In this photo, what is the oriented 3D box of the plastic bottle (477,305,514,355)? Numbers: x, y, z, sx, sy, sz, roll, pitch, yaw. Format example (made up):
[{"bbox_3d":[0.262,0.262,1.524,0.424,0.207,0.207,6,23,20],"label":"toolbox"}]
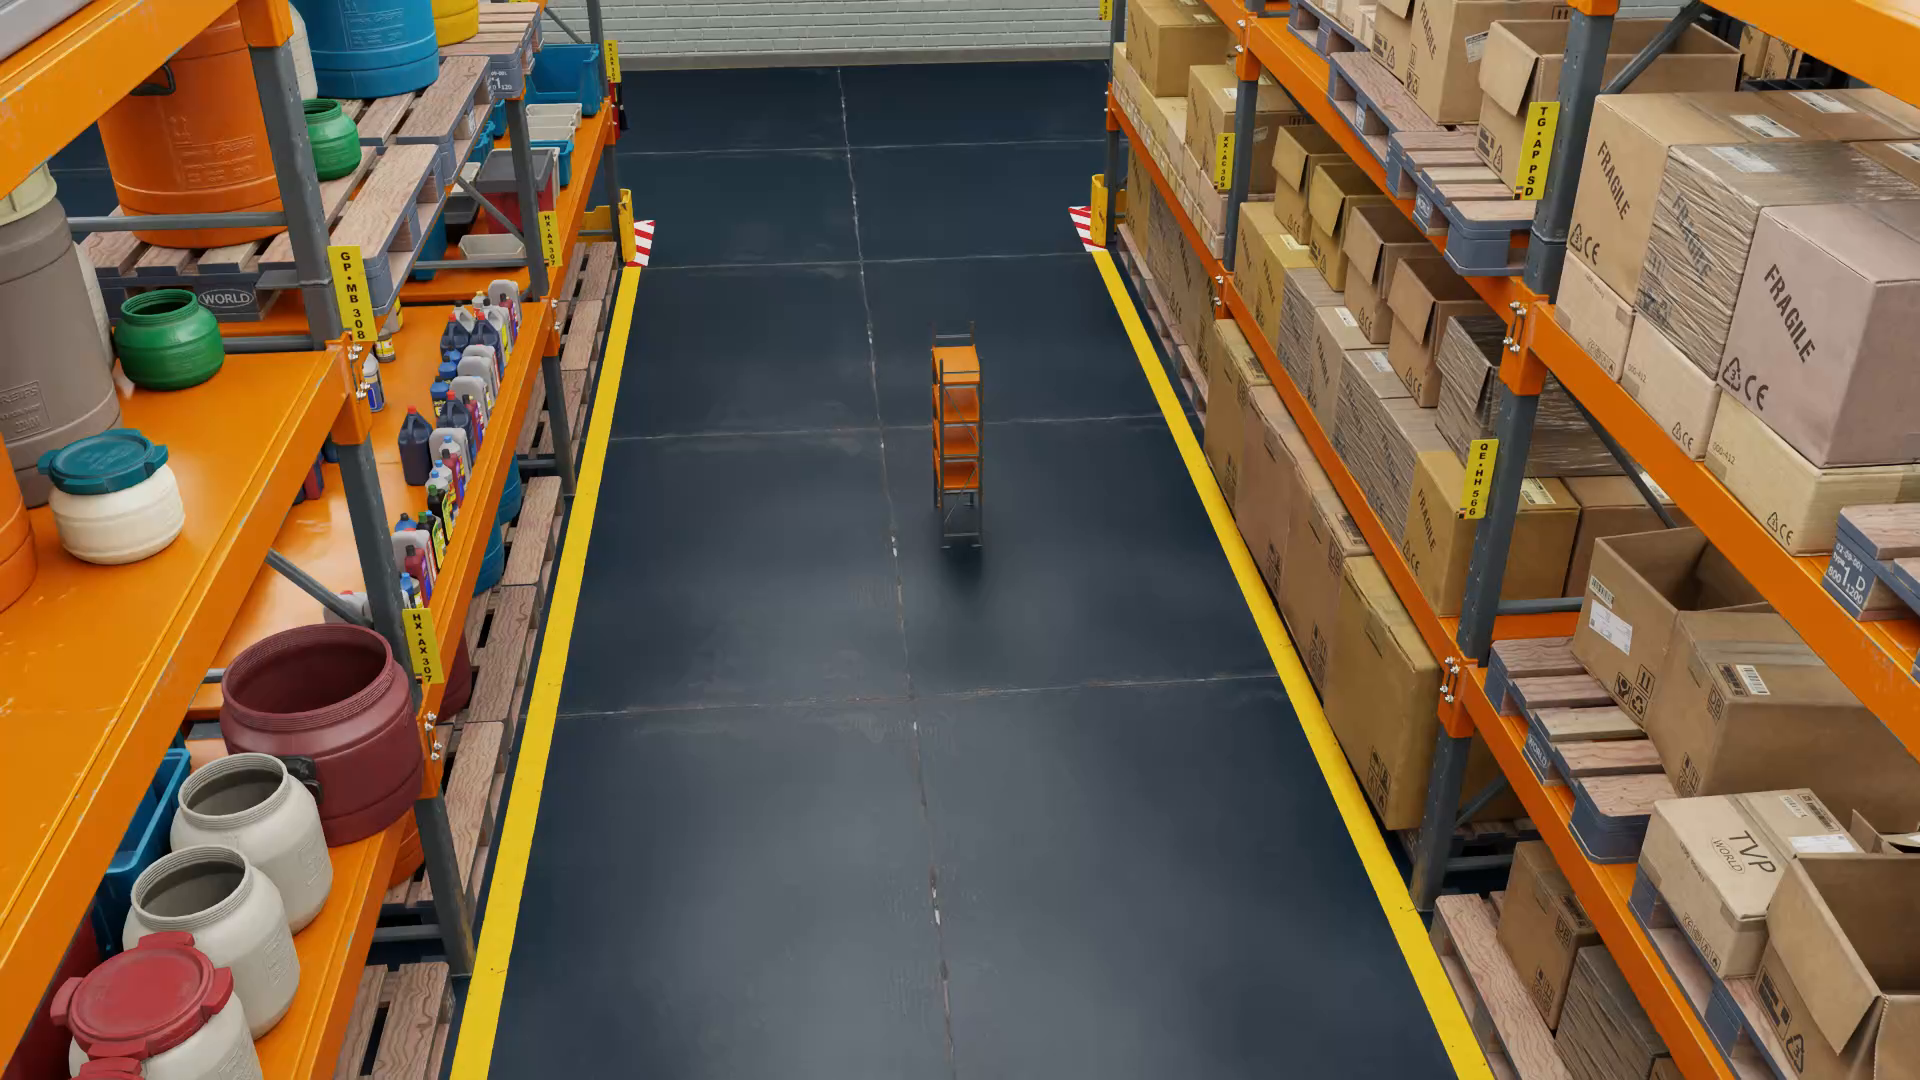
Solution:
[{"bbox_3d":[-2.470,-1.130,8.839,0.152,0.276,0.135,-3,31,-5],"label":"plastic bottle"}]

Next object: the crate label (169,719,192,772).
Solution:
[{"bbox_3d":[-2.823,0.791,5.664,0.303,0.233,0.416,-3,31,-5],"label":"crate label"}]

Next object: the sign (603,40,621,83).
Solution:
[{"bbox_3d":[-2.691,-3.703,12.865,0.100,0.325,0.005,-3,31,-5],"label":"sign"}]

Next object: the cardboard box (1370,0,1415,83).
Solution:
[{"bbox_3d":[2.230,-2.305,7.249,0.797,0.503,0.637,-3,31,-5],"label":"cardboard box"}]

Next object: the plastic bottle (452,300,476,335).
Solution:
[{"bbox_3d":[-2.595,-1.074,8.672,0.144,0.351,0.185,-3,31,-5],"label":"plastic bottle"}]

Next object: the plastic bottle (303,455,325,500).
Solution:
[{"bbox_3d":[-2.933,-0.334,7.499,0.061,0.283,0.133,-3,31,-5],"label":"plastic bottle"}]

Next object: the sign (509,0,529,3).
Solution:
[{"bbox_3d":[-2.315,-2.873,8.701,0.100,0.325,0.005,-3,31,-5],"label":"sign"}]

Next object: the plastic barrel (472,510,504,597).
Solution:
[{"bbox_3d":[-2.763,-0.195,8.789,0.600,0.901,0.708,-3,31,-5],"label":"plastic barrel"}]

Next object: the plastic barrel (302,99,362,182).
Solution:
[{"bbox_3d":[-2.360,-1.467,6.098,0.294,0.245,0.294,0,31,0],"label":"plastic barrel"}]

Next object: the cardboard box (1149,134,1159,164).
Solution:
[{"bbox_3d":[1.544,-2.745,11.666,0.380,0.149,0.250,-4,31,-6],"label":"cardboard box"}]

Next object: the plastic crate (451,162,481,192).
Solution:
[{"bbox_3d":[-3.325,-2.343,10.947,0.293,0.136,0.466,-3,31,-5],"label":"plastic crate"}]

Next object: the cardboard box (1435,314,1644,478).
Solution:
[{"bbox_3d":[2.390,-0.599,6.752,0.797,0.503,0.637,-2,31,-3],"label":"cardboard box"}]

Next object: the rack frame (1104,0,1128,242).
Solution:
[{"bbox_3d":[1.694,-3.835,13.246,1.000,3.000,0.127,-3,31,-5],"label":"rack frame"}]

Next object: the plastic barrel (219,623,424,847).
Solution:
[{"bbox_3d":[-2.144,0.650,5.604,0.600,0.536,0.708,-3,31,-5],"label":"plastic barrel"}]

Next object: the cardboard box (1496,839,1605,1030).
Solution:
[{"bbox_3d":[2.524,1.474,6.365,0.700,0.500,0.500,-4,31,-7],"label":"cardboard box"}]

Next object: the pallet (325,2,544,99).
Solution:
[{"bbox_3d":[-2.693,-2.367,8.047,1.213,0.211,1.003,-3,31,-5],"label":"pallet"}]

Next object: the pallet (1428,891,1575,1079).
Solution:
[{"bbox_3d":[2.513,1.845,6.455,1.003,0.211,1.213,-3,31,-5],"label":"pallet"}]

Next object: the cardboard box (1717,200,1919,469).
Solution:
[{"bbox_3d":[2.327,-0.528,4.200,0.500,0.500,0.500,-4,31,-6],"label":"cardboard box"}]

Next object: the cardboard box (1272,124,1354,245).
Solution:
[{"bbox_3d":[2.136,-1.941,8.999,0.797,0.503,0.637,-4,31,-6],"label":"cardboard box"}]

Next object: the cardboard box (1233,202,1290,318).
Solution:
[{"bbox_3d":[1.862,-1.589,9.388,0.500,0.500,0.500,-3,31,-4],"label":"cardboard box"}]

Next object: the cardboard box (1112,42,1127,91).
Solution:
[{"bbox_3d":[1.470,-3.641,12.777,0.500,0.250,0.500,-4,31,-6],"label":"cardboard box"}]

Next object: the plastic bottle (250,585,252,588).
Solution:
[{"bbox_3d":[-2.984,0.079,6.819,0.097,0.271,0.097,0,31,0],"label":"plastic bottle"}]

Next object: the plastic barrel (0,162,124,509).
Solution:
[{"bbox_3d":[-2.629,-0.587,4.394,0.600,0.901,0.600,0,31,0],"label":"plastic barrel"}]

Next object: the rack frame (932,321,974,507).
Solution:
[{"bbox_3d":[-0.038,-0.724,9.793,0.240,1.200,0.015,-3,31,-5],"label":"rack frame"}]

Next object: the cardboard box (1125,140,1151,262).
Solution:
[{"bbox_3d":[1.834,-2.781,13.143,0.875,0.875,0.875,-3,31,-5],"label":"cardboard box"}]

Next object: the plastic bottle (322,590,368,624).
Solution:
[{"bbox_3d":[-2.359,0.311,6.426,0.152,0.276,0.135,-3,31,-5],"label":"plastic bottle"}]

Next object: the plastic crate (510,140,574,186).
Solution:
[{"bbox_3d":[-2.790,-2.516,11.142,0.416,0.233,0.300,-3,31,-5],"label":"plastic crate"}]

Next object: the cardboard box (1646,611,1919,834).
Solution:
[{"bbox_3d":[2.684,0.580,5.348,0.700,0.500,0.500,2,31,3],"label":"cardboard box"}]

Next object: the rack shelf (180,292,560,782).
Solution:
[{"bbox_3d":[-2.676,-0.226,7.905,1.077,0.370,4.000,-3,31,-5],"label":"rack shelf"}]

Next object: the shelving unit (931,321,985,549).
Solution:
[{"bbox_3d":[-0.015,-0.600,9.584,0.258,1.200,0.503,-3,31,-5],"label":"shelving unit"}]

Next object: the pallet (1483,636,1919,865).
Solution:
[{"bbox_3d":[2.614,0.690,5.857,1.213,0.211,1.003,-3,31,-5],"label":"pallet"}]

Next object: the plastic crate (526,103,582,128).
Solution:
[{"bbox_3d":[-2.980,-3.103,12.219,0.396,0.136,0.243,-3,31,-5],"label":"plastic crate"}]

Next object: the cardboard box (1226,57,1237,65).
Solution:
[{"bbox_3d":[2.051,-3.405,12.382,0.500,0.250,0.500,-3,31,-5],"label":"cardboard box"}]

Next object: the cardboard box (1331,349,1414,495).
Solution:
[{"bbox_3d":[2.057,-0.554,7.655,0.500,0.500,0.500,-4,31,-6],"label":"cardboard box"}]

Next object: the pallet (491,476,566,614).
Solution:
[{"bbox_3d":[-2.833,0.037,9.482,1.003,0.211,1.213,-3,31,-5],"label":"pallet"}]

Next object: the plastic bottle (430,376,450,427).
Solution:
[{"bbox_3d":[-2.511,-0.668,8.070,0.097,0.271,0.097,0,31,0],"label":"plastic bottle"}]

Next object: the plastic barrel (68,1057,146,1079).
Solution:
[{"bbox_3d":[-2.055,1.597,4.020,0.433,0.535,0.433,0,31,0],"label":"plastic barrel"}]

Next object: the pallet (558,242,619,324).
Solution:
[{"bbox_3d":[-3.198,-1.978,12.856,1.003,0.211,1.213,-3,31,-5],"label":"pallet"}]

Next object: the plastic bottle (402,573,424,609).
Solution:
[{"bbox_3d":[-2.201,0.225,6.642,0.097,0.201,0.097,0,31,0],"label":"plastic bottle"}]

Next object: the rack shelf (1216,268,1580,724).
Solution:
[{"bbox_3d":[2.255,-0.463,8.302,1.077,0.370,4.000,-3,31,-5],"label":"rack shelf"}]

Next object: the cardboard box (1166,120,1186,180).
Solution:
[{"bbox_3d":[1.667,-2.594,11.024,0.500,0.250,0.500,-2,31,-4],"label":"cardboard box"}]

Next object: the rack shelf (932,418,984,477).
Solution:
[{"bbox_3d":[-0.015,-0.542,9.619,0.258,0.148,0.480,-3,31,-5],"label":"rack shelf"}]

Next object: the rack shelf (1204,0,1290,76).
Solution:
[{"bbox_3d":[1.881,-3.793,10.952,1.077,0.370,4.000,-3,31,-5],"label":"rack shelf"}]

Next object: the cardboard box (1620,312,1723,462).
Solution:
[{"bbox_3d":[2.280,-0.460,4.817,0.500,0.250,0.500,-2,31,-3],"label":"cardboard box"}]

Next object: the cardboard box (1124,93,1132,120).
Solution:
[{"bbox_3d":[1.449,-3.269,12.543,0.380,0.149,0.250,-3,31,-6],"label":"cardboard box"}]

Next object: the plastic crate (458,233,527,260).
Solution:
[{"bbox_3d":[-2.764,-1.713,9.892,0.396,0.136,0.243,-3,31,-5],"label":"plastic crate"}]

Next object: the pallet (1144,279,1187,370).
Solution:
[{"bbox_3d":[1.958,-1.612,12.244,1.003,0.211,1.213,-3,31,-5],"label":"pallet"}]

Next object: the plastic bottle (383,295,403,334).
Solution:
[{"bbox_3d":[-3.149,-1.319,9.081,0.144,0.351,0.185,-3,31,-5],"label":"plastic bottle"}]

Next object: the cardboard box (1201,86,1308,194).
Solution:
[{"bbox_3d":[1.759,-2.400,9.969,0.500,0.500,0.500,-2,31,-3],"label":"cardboard box"}]

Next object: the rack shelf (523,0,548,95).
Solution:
[{"bbox_3d":[-3.050,-3.556,10.555,1.077,0.370,4.000,-3,31,-5],"label":"rack shelf"}]

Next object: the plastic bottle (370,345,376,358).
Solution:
[{"bbox_3d":[-3.165,-1.061,8.723,0.152,0.276,0.135,-3,31,-5],"label":"plastic bottle"}]

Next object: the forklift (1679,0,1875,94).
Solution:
[{"bbox_3d":[4.579,-1.512,9.424,1.130,2.935,3.031,-3,31,-6],"label":"forklift"}]

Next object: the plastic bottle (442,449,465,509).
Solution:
[{"bbox_3d":[-2.271,-0.292,7.428,0.061,0.283,0.133,-3,31,-5],"label":"plastic bottle"}]

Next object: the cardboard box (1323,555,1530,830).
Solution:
[{"bbox_3d":[2.398,0.628,7.437,1.225,0.875,0.875,-4,31,-7],"label":"cardboard box"}]

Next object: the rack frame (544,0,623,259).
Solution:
[{"bbox_3d":[-3.237,-3.598,12.849,1.000,3.000,0.127,-3,31,-5],"label":"rack frame"}]

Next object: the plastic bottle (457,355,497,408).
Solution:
[{"bbox_3d":[-2.411,-0.804,8.293,0.152,0.276,0.135,-3,31,-5],"label":"plastic bottle"}]

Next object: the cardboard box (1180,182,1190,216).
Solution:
[{"bbox_3d":[1.641,-2.219,10.785,0.380,0.149,0.250,-2,31,-4],"label":"cardboard box"}]

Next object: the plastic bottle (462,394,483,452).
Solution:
[{"bbox_3d":[-2.322,-0.573,7.898,0.061,0.283,0.133,-3,31,-5],"label":"plastic bottle"}]

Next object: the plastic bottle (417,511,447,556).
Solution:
[{"bbox_3d":[-2.247,-0.030,7.069,0.097,0.201,0.097,0,31,0],"label":"plastic bottle"}]

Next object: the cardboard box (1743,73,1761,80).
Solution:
[{"bbox_3d":[6.411,-3.604,13.105,0.380,0.149,0.250,-2,31,-3],"label":"cardboard box"}]
